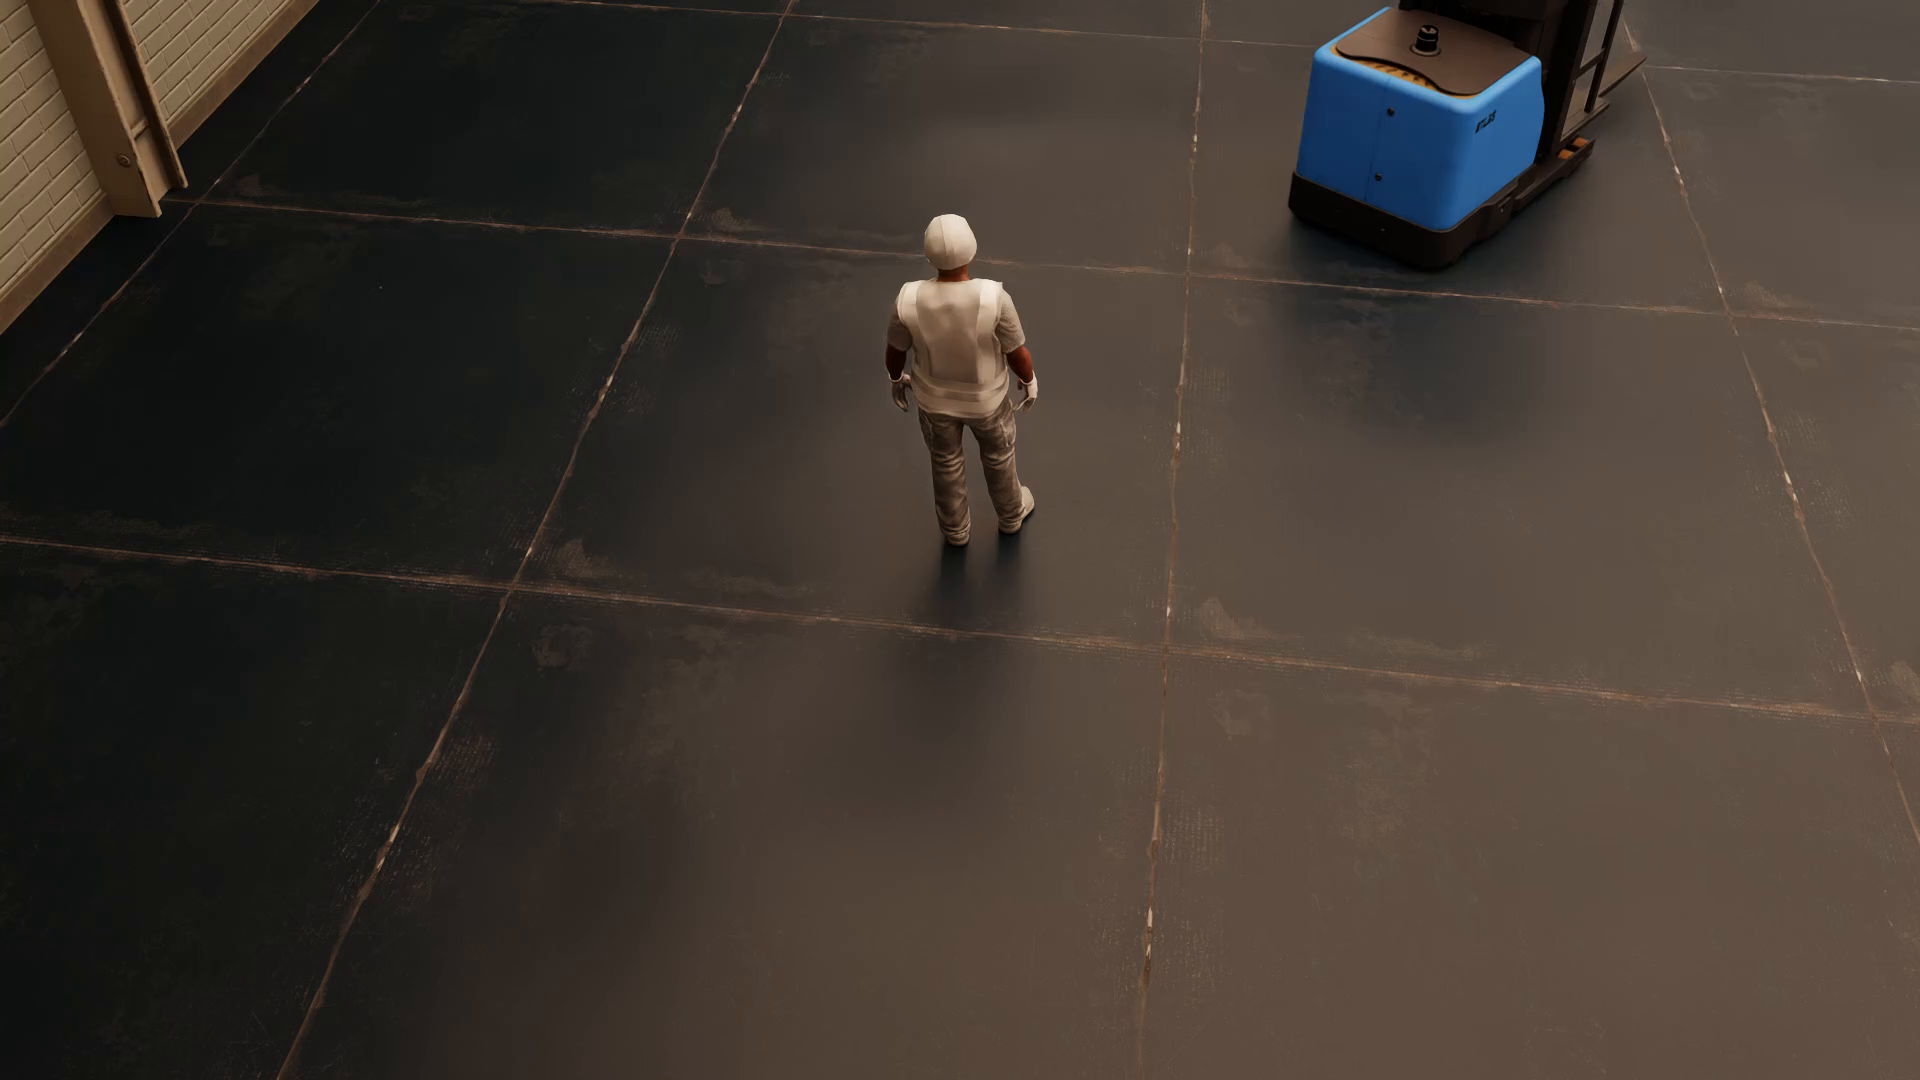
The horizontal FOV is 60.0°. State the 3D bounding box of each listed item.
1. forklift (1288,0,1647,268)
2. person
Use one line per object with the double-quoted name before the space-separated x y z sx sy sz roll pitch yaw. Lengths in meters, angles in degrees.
"forklift" 3.324 -3.544 9.583 1.130 2.935 3.031 31 51 29
"person" 0.018 -0.709 7.334 0.656 1.782 0.577 5 43 6
